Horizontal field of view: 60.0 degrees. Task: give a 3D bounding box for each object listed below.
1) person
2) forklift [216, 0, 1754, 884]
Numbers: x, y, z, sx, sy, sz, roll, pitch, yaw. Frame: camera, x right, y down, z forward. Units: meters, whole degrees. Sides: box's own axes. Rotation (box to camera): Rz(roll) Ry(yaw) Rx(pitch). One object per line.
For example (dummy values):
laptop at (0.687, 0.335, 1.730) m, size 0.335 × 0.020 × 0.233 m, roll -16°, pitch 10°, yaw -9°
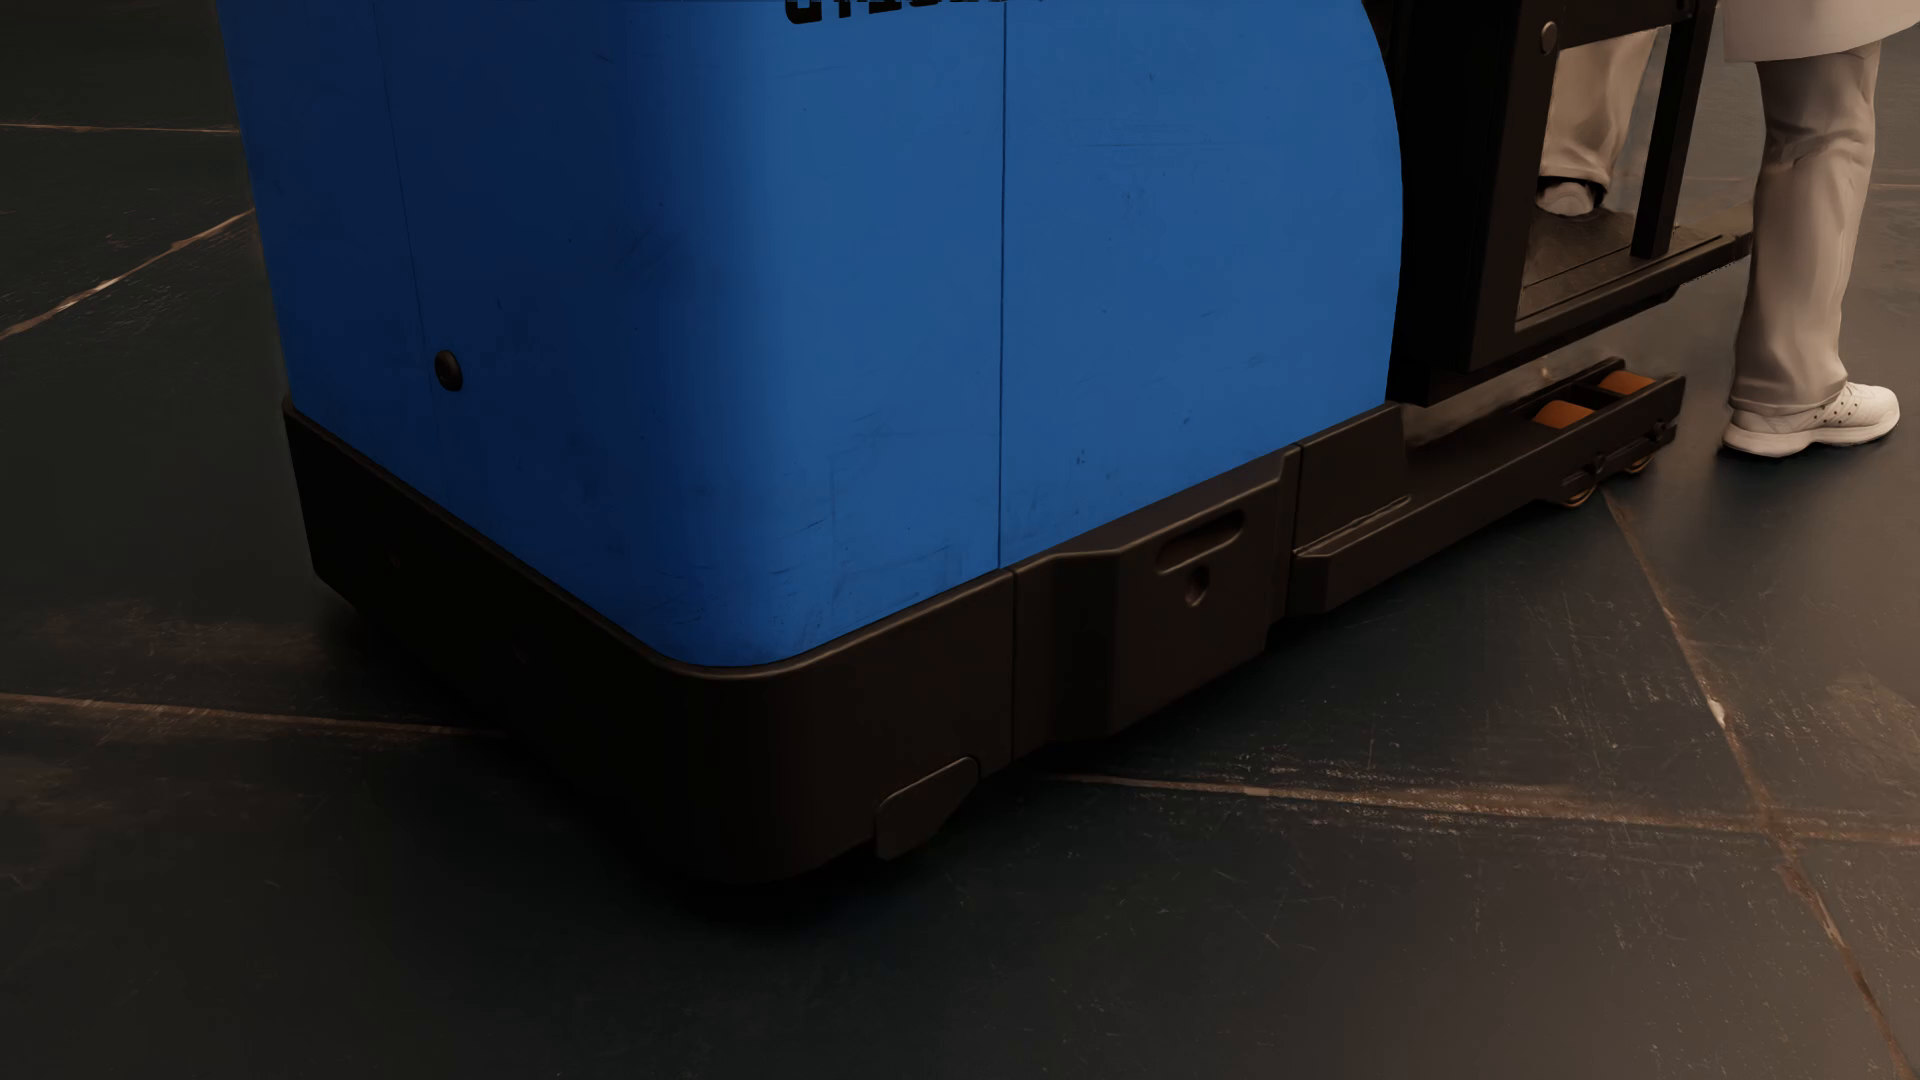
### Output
person at (1.279, -1.034, 2.594) m, size 0.791 × 1.771 × 0.534 m, roll 20°, pitch 33°, yaw 34°
forklift at (0.540, -1.514, 2.252) m, size 3.031 × 2.935 × 1.130 m, roll -22°, pitch 34°, yaw -37°
